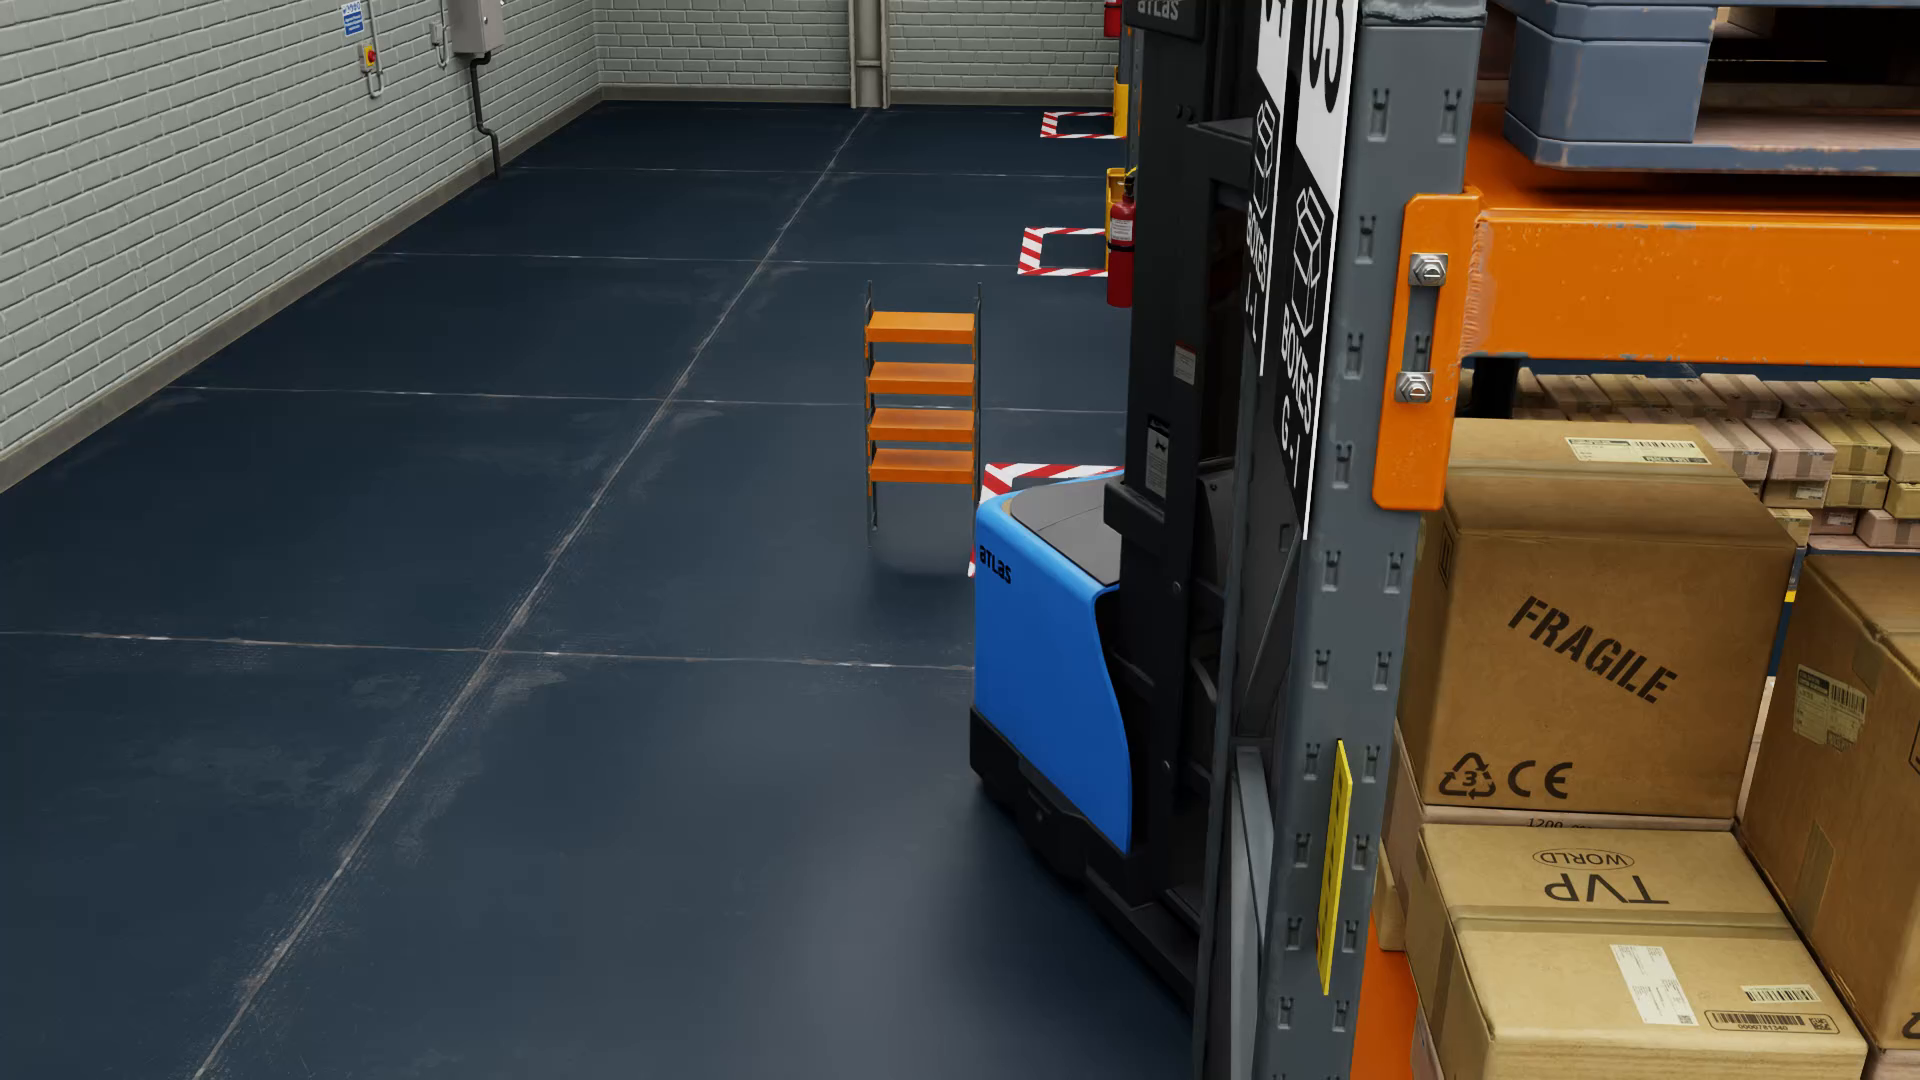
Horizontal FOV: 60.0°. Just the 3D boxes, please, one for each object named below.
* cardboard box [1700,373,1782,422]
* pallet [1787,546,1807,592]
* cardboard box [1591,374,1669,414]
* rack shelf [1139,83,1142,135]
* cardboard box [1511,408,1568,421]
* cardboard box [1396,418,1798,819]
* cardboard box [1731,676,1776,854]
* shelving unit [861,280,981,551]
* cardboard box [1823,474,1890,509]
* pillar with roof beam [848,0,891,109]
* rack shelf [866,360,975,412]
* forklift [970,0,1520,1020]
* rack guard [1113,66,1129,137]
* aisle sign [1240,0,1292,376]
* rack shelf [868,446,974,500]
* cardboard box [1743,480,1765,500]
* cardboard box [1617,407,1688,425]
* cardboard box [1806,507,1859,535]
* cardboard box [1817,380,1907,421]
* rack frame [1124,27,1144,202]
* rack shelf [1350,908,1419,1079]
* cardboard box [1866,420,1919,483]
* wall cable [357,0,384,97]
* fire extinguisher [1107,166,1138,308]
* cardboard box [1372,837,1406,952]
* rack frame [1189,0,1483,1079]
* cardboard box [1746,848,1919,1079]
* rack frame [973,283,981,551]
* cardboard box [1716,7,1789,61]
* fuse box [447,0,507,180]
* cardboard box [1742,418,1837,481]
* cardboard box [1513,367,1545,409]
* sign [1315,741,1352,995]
[{"bbox_3d":[3.629,-0.643,7.756,0.250,0.149,0.380,2,25,5],"label":"cardboard box"},{"bbox_3d":[3.100,-0.096,7.706,1.213,0.211,1.003,2,25,4],"label":"pallet"},{"bbox_3d":[3.108,-0.642,7.753,0.250,0.149,0.380,2,25,4],"label":"cardboard box"},{"bbox_3d":[3.276,-3.122,11.806,4.000,0.370,1.077,2,25,4],"label":"rack shelf"},{"bbox_3d":[2.555,-0.447,7.330,0.250,0.149,0.380,3,25,6],"label":"cardboard box"},{"bbox_3d":[1.029,0.116,2.835,0.500,0.500,0.500,2,25,5],"label":"cardboard box"},{"bbox_3d":[1.533,0.472,2.959,0.500,0.250,0.500,1,25,3],"label":"cardboard box"},{"bbox_3d":[-0.165,-0.550,7.511,0.503,1.200,0.258,2,25,4],"label":"shelving unit"},{"bbox_3d":[3.872,-0.280,7.322,0.250,0.149,0.380,2,25,4],"label":"cardboard box"},{"bbox_3d":[-1.291,-6.974,12.142,0.400,9.000,9.100,2,25,4],"label":"pillar with roof beam"},{"bbox_3d":[-0.165,-0.693,7.445,0.480,0.148,0.258,2,25,4],"label":"rack shelf"},{"bbox_3d":[1.156,-0.038,4.325,1.130,2.935,3.031,-12,27,-25],"label":"forklift"},{"bbox_3d":[1.734,-4.443,16.808,0.348,0.500,1.175,2,25,4],"label":"rack guard"},{"bbox_3d":[0.475,-0.690,2.552,0.004,0.787,0.394,2,25,4],"label":"aisle sign"},{"bbox_3d":[-0.165,-0.309,7.622,0.480,0.148,0.258,2,25,4],"label":"rack shelf"},{"bbox_3d":[3.351,-0.297,7.359,0.250,0.149,0.380,1,25,1],"label":"cardboard box"},{"bbox_3d":[3.072,-0.452,7.339,0.250,0.149,0.380,2,25,4],"label":"cardboard box"},{"bbox_3d":[3.801,-0.168,7.435,0.250,0.149,0.380,1,25,3],"label":"cardboard box"},{"bbox_3d":[4.138,-0.602,7.667,0.250,0.149,0.380,2,25,3],"label":"cardboard box"},{"bbox_3d":[1.282,-3.512,11.795,0.127,3.000,1.000,2,25,4],"label":"rack frame"},{"bbox_3d":[2.518,1.009,2.830,4.000,0.370,1.077,2,25,4],"label":"rack shelf"},{"bbox_3d":[4.111,-0.384,7.191,0.250,0.149,0.380,2,25,4],"label":"cardboard box"},{"bbox_3d":[-4.342,-4.159,11.947,0.123,1.953,0.585,2,25,4],"label":"wall cable"},{"bbox_3d":[0.788,-1.442,7.834,0.183,0.674,0.296,2,25,4],"label":"fire extinguisher"},{"bbox_3d":[0.904,0.606,3.145,0.250,0.149,0.380,2,25,5],"label":"cardboard box"},{"bbox_3d":[0.523,0.618,2.819,0.127,3.000,1.000,2,25,4],"label":"rack frame"},{"bbox_3d":[1.500,0.693,2.480,0.500,0.250,0.500,2,25,3],"label":"cardboard box"},{"bbox_3d":[0.078,-0.543,7.494,0.015,1.200,0.240,2,25,4],"label":"rack frame"},{"bbox_3d":[2.960,-1.902,6.622,0.500,0.500,0.500,1,25,2],"label":"cardboard box"},{"bbox_3d":[-4.036,-3.969,14.328,0.414,1.711,0.539,2,25,4],"label":"fuse box"},{"bbox_3d":[3.581,-0.394,7.215,0.250,0.149,0.380,1,25,1],"label":"cardboard box"},{"bbox_3d":[2.591,-0.693,7.865,0.250,0.149,0.380,3,25,6],"label":"cardboard box"},{"bbox_3d":[0.475,0.420,2.119,0.005,0.325,0.100,2,25,4],"label":"sign"}]
